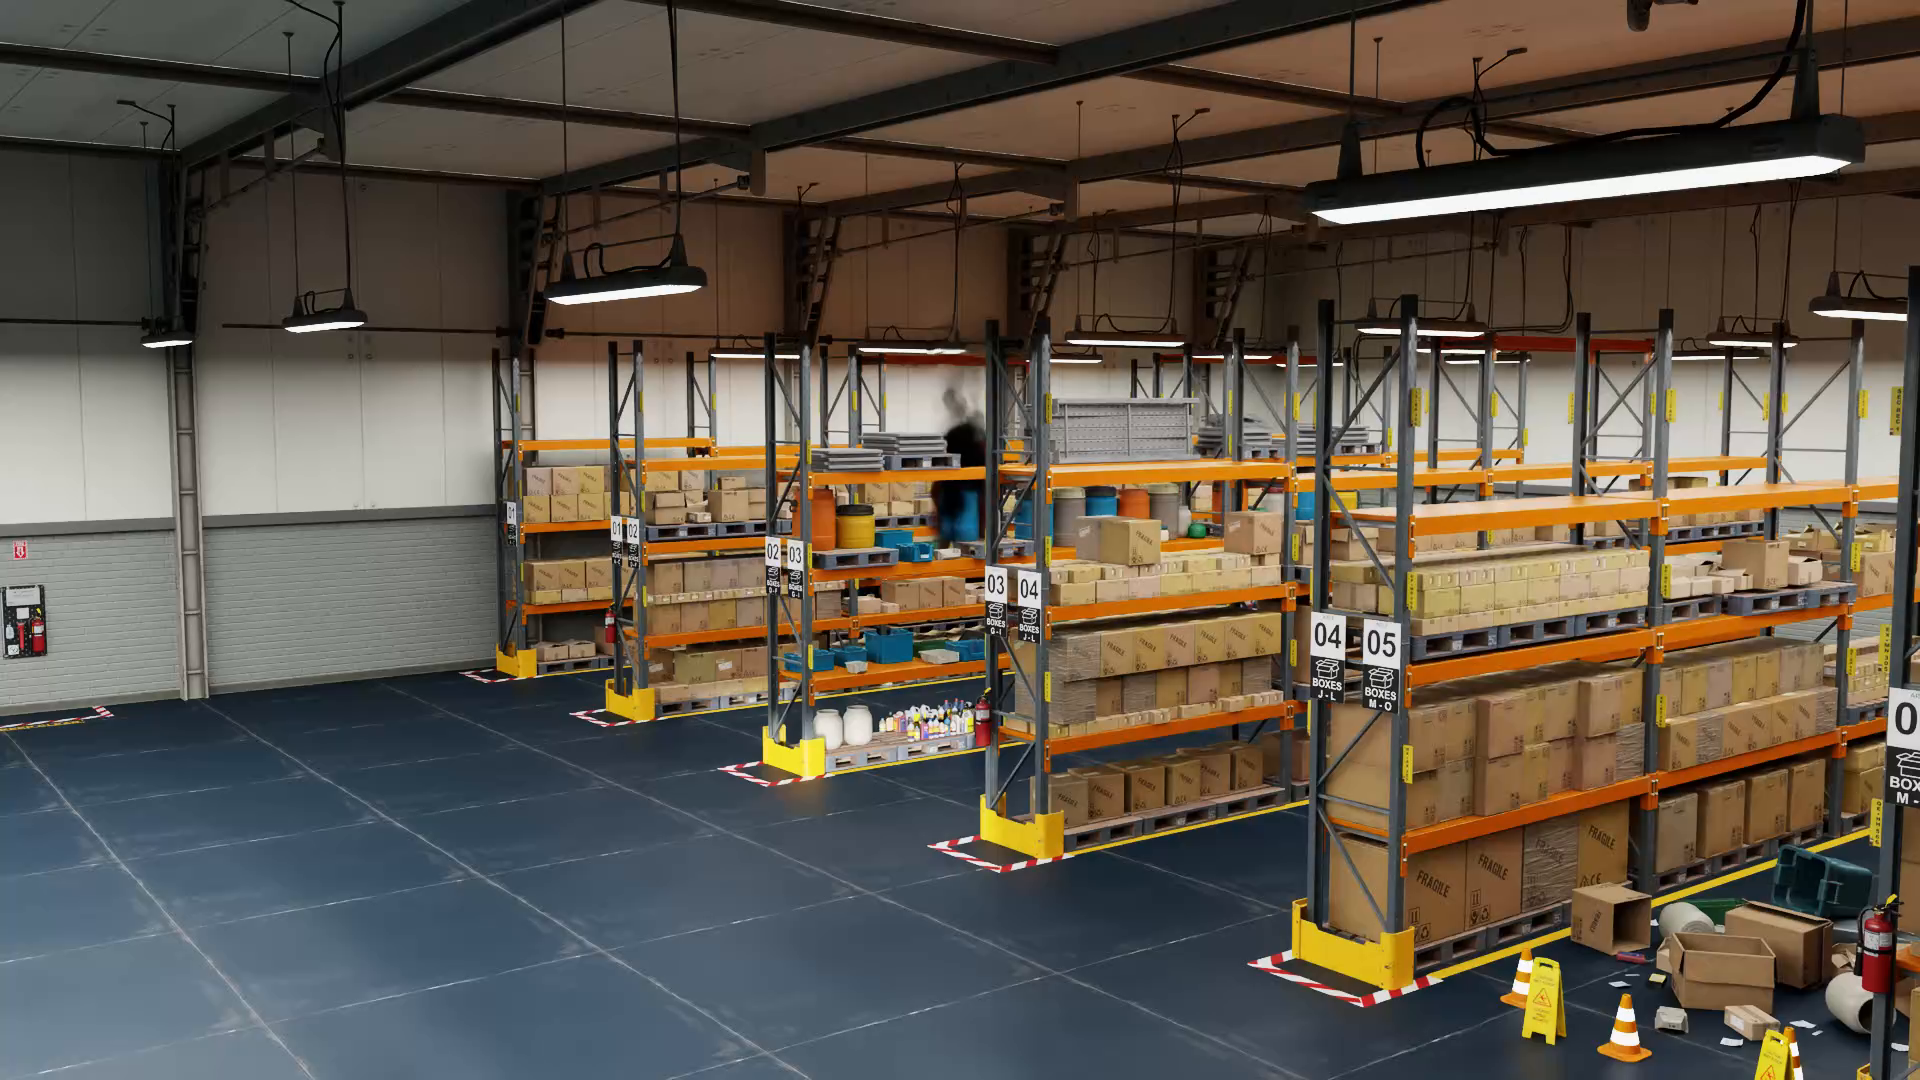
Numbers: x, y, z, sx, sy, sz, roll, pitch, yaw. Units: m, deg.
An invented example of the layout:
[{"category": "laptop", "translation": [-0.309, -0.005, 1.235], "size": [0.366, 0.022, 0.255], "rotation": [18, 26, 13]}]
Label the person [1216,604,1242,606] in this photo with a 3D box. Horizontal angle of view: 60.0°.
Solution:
[{"category": "person", "translation": [5.052, 1.515, 31.680], "size": [0.710, 1.734, 0.631], "rotation": [4, 7, 40]}]
